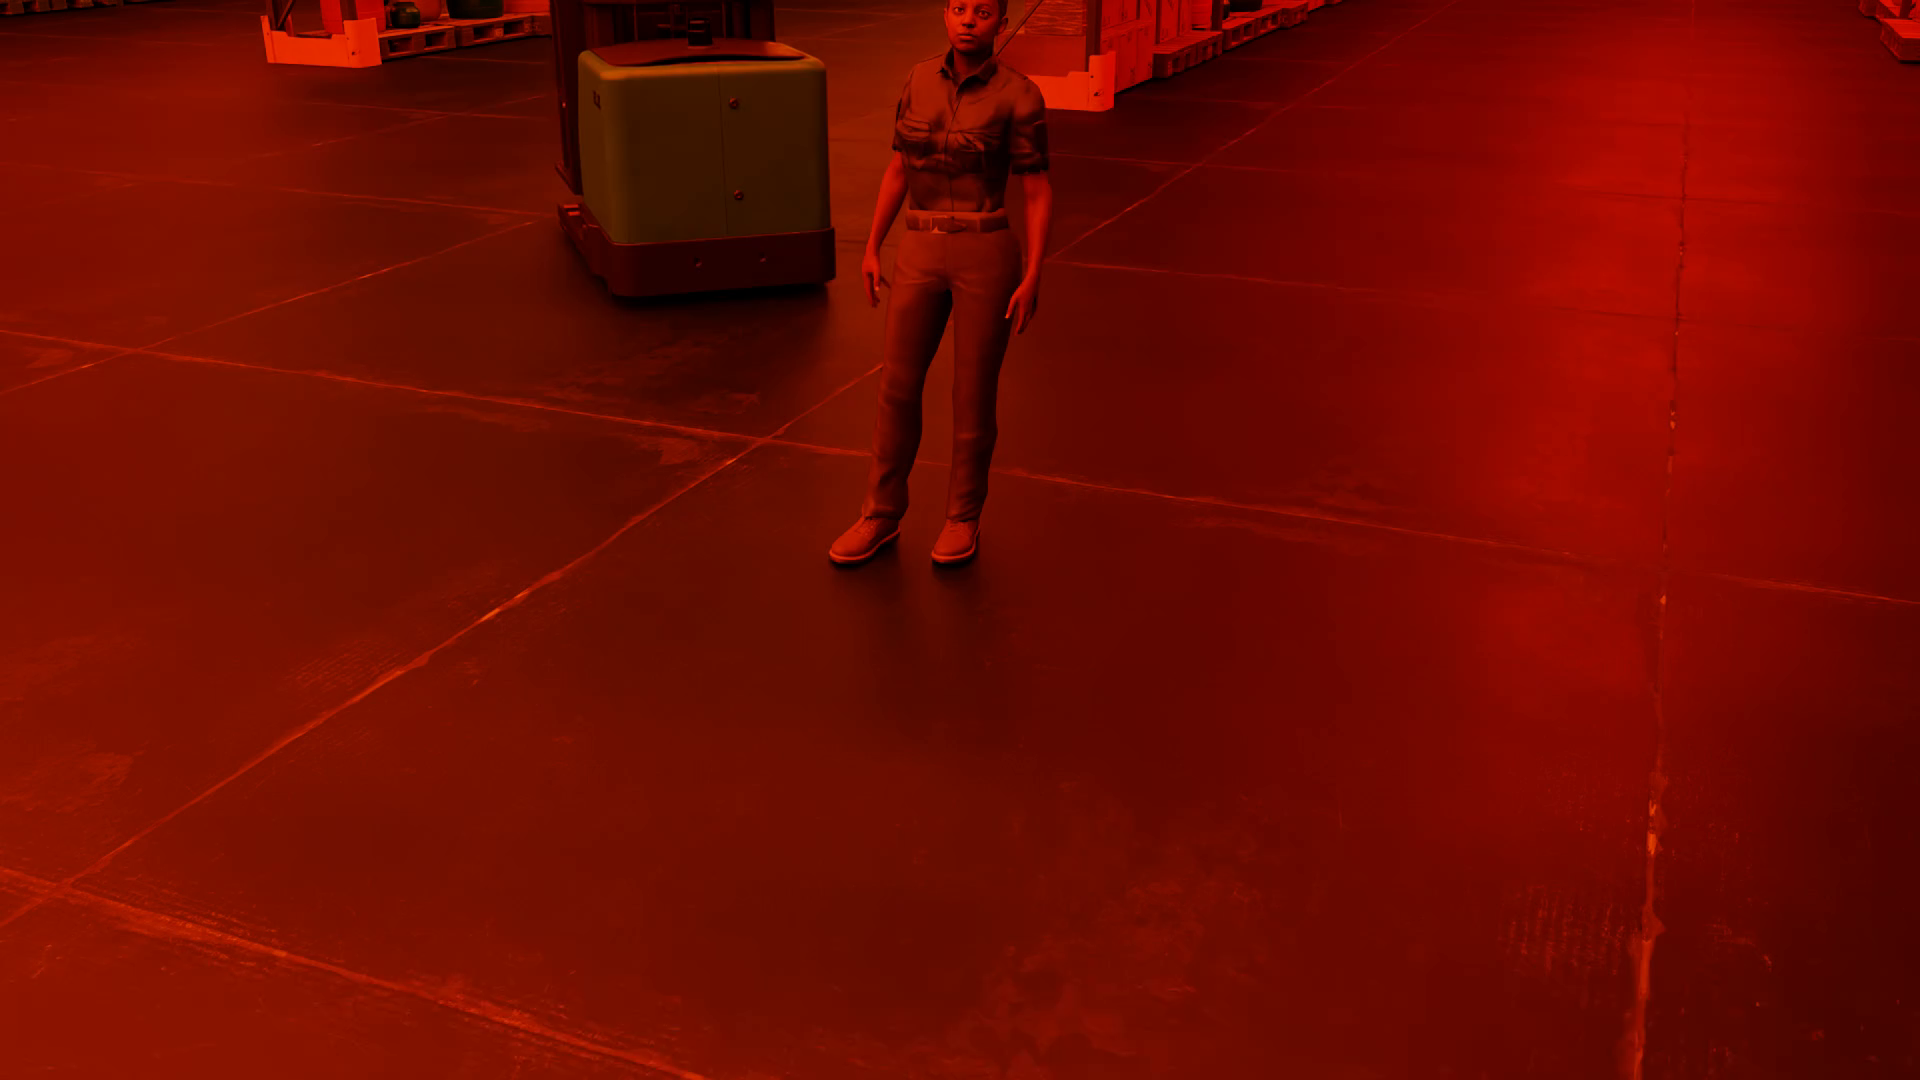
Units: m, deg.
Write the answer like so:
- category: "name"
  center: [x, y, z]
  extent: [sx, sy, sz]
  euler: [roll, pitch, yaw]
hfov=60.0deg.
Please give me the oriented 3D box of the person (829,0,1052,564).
- category: "person"
  center: [-0.052, -0.742, 4.704]
  extent: [0.569, 1.654, 0.504]
  euler: [9, 24, 21]

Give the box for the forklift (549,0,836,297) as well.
- category: "forklift"
  center: [-1.558, -2.994, 8.454]
  extent: [1.130, 2.935, 3.031]
  euler: [-8, 24, -18]
